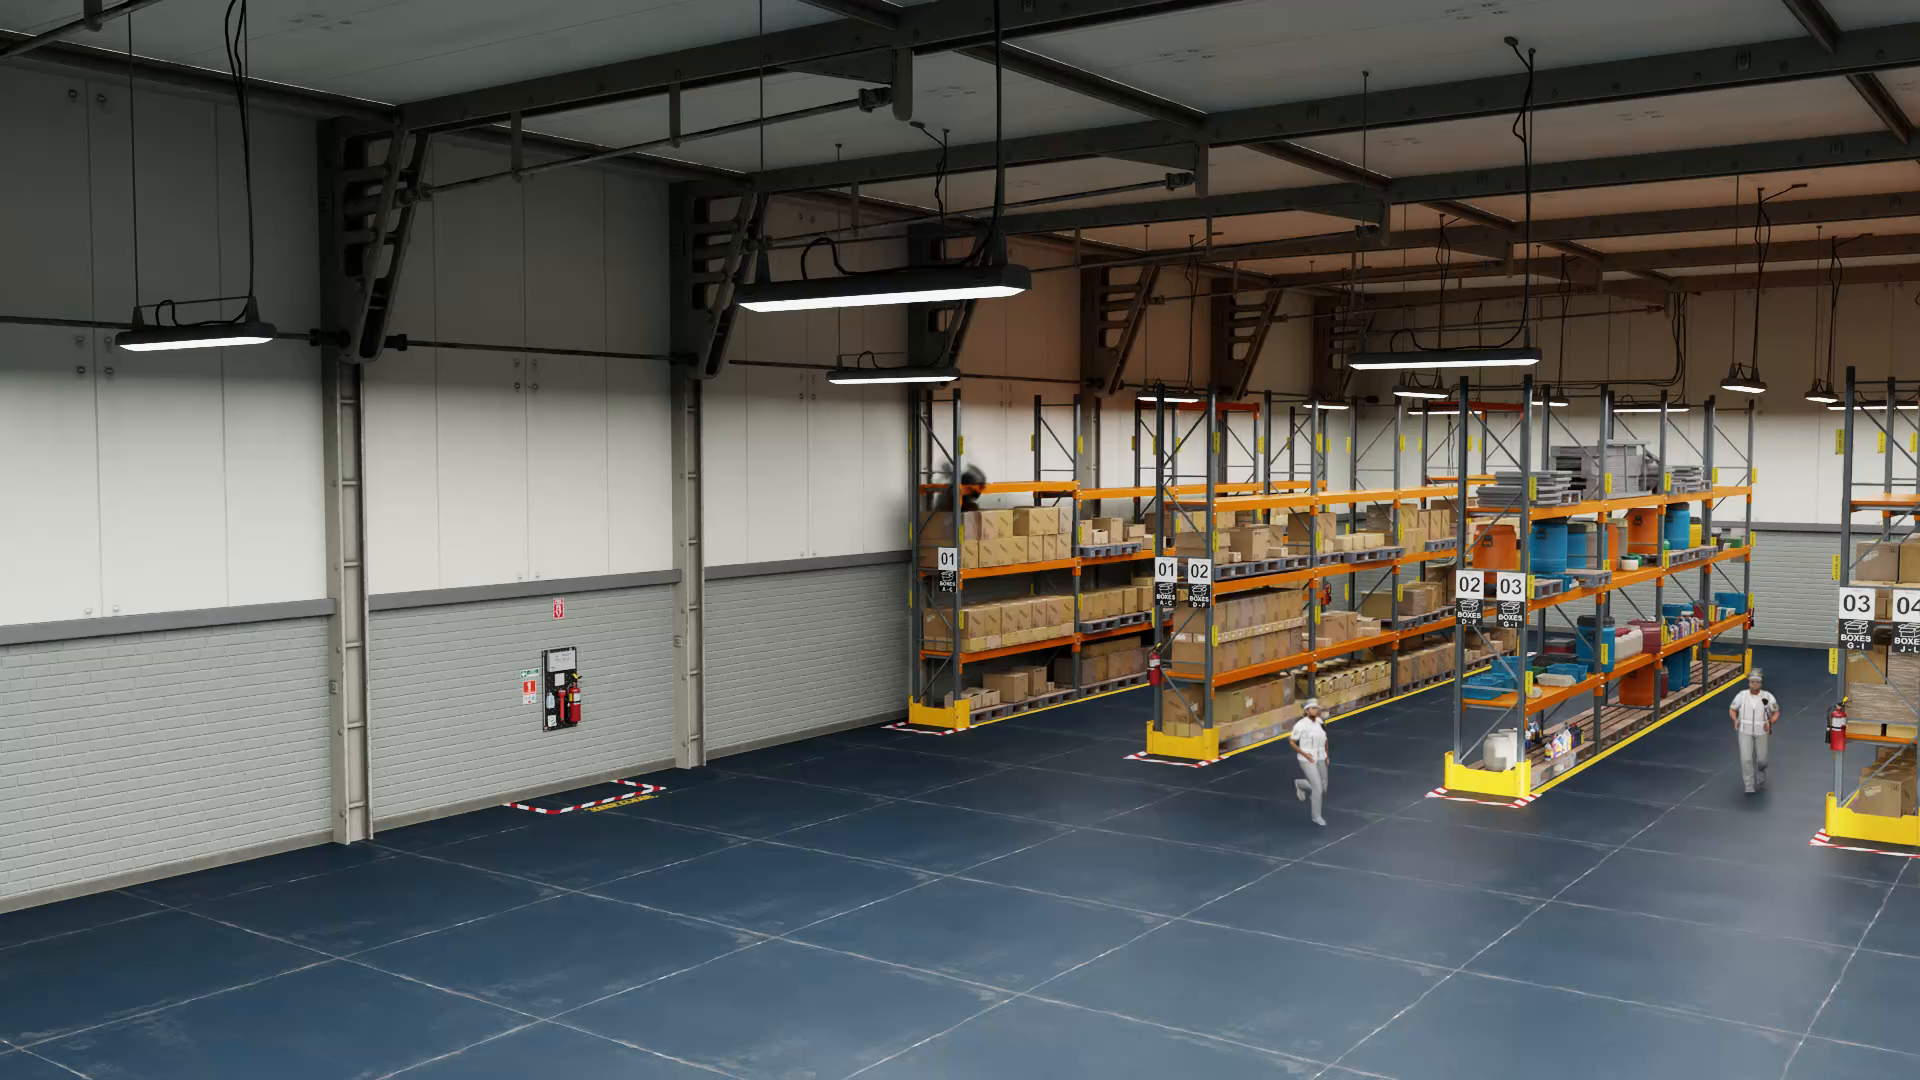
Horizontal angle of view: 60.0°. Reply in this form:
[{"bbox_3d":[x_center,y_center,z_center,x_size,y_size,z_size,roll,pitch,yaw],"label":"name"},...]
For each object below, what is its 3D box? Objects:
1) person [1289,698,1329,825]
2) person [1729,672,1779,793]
[{"bbox_3d":[4.675,2.927,22.210,0.586,1.661,0.689,-2,4,-31],"label":"person"},{"bbox_3d":[11.484,2.760,24.068,0.664,1.733,0.645,2,4,26],"label":"person"}]
